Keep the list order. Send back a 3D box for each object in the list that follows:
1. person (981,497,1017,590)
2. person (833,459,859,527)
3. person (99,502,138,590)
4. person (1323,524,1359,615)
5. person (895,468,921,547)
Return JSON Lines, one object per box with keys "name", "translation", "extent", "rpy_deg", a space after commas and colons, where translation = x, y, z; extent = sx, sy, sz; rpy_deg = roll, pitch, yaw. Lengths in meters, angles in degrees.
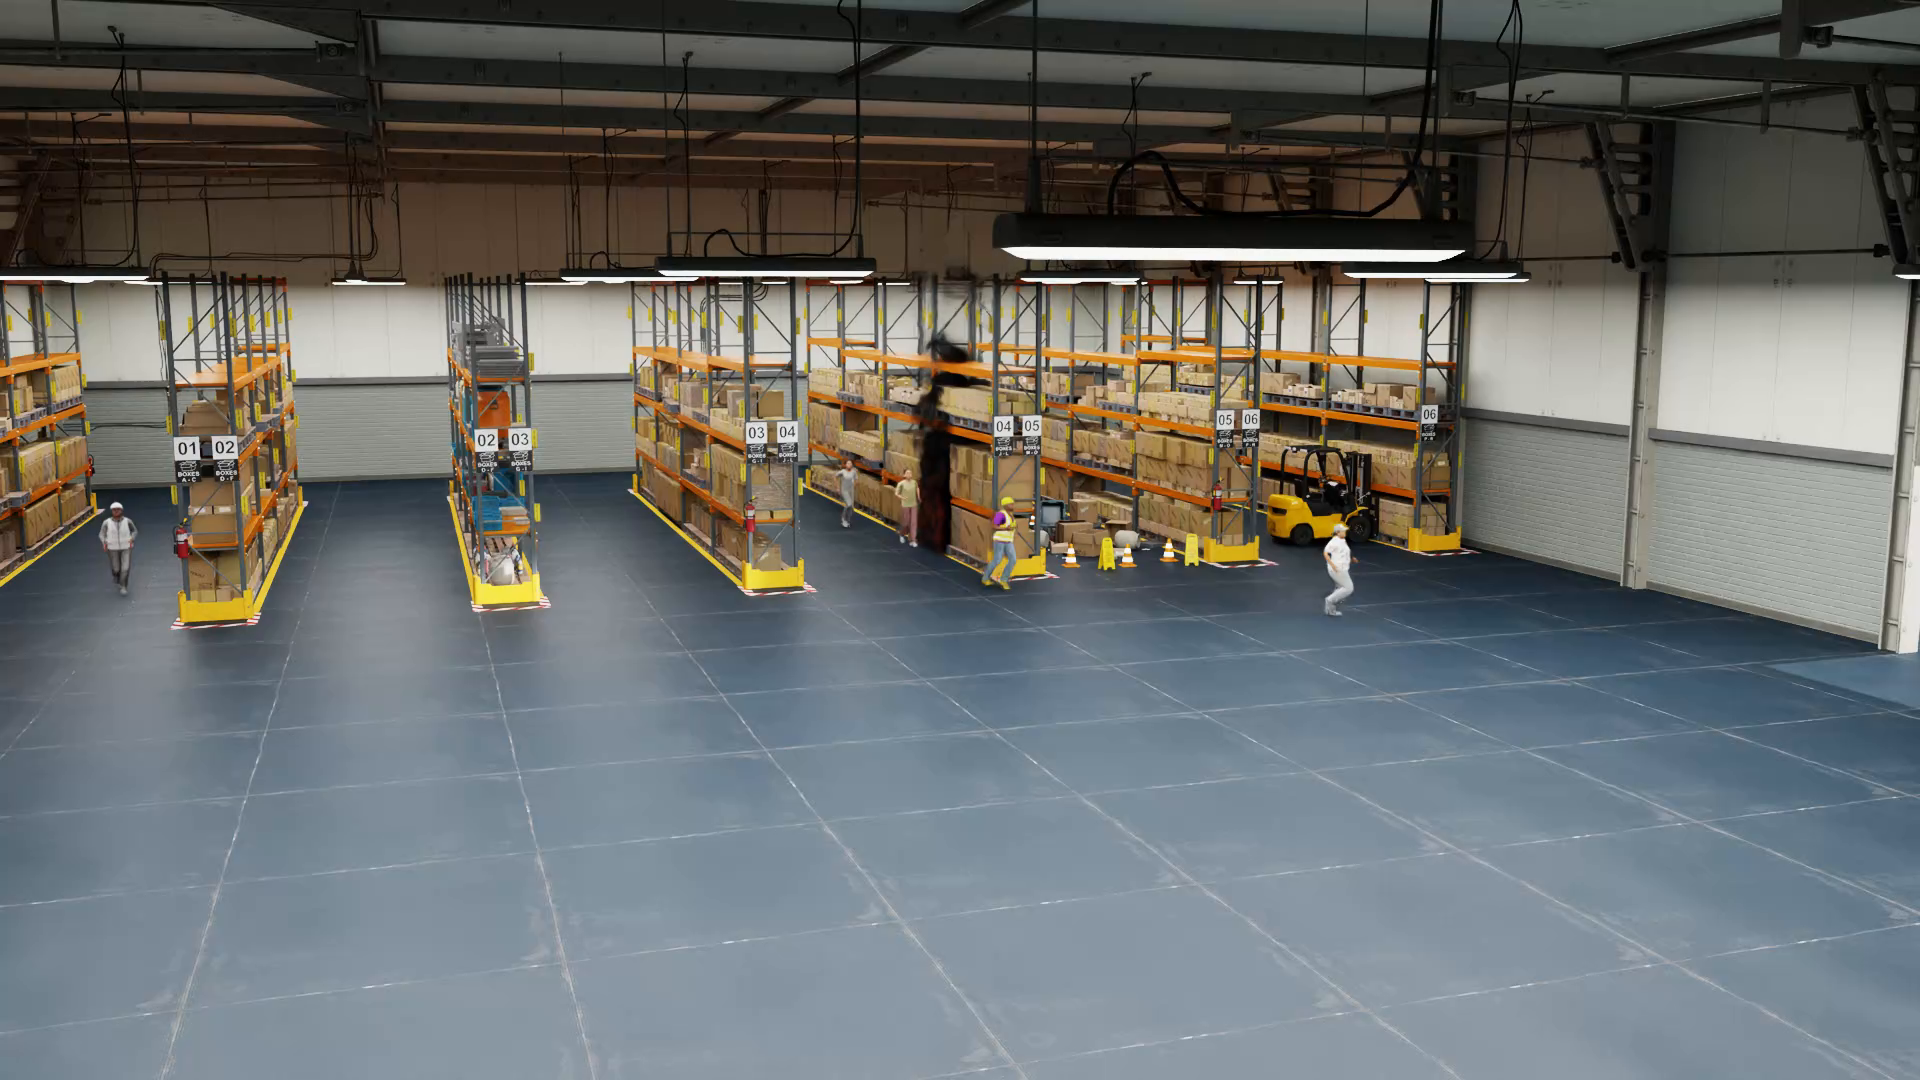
{"name": "person", "translation": [0.854, 0.062, 31.991], "extent": [0.711, 1.786, 0.703], "rpy_deg": [7, 11, 40]}
{"name": "person", "translation": [-2.688, -1.125, 39.979], "extent": [0.552, 1.628, 0.614], "rpy_deg": [-5, 10, -30]}
{"name": "person", "translation": [-15.889, 0.115, 31.443], "extent": [0.668, 1.662, 0.573], "rpy_deg": [-5, 10, -28]}
{"name": "person", "translation": [6.699, 0.526, 29.186], "extent": [0.555, 1.620, 0.606], "rpy_deg": [4, 9, 24]}
{"name": "person", "translation": [-1.067, -0.707, 35.289], "extent": [0.592, 1.639, 0.884], "rpy_deg": [-3, 9, -21]}
